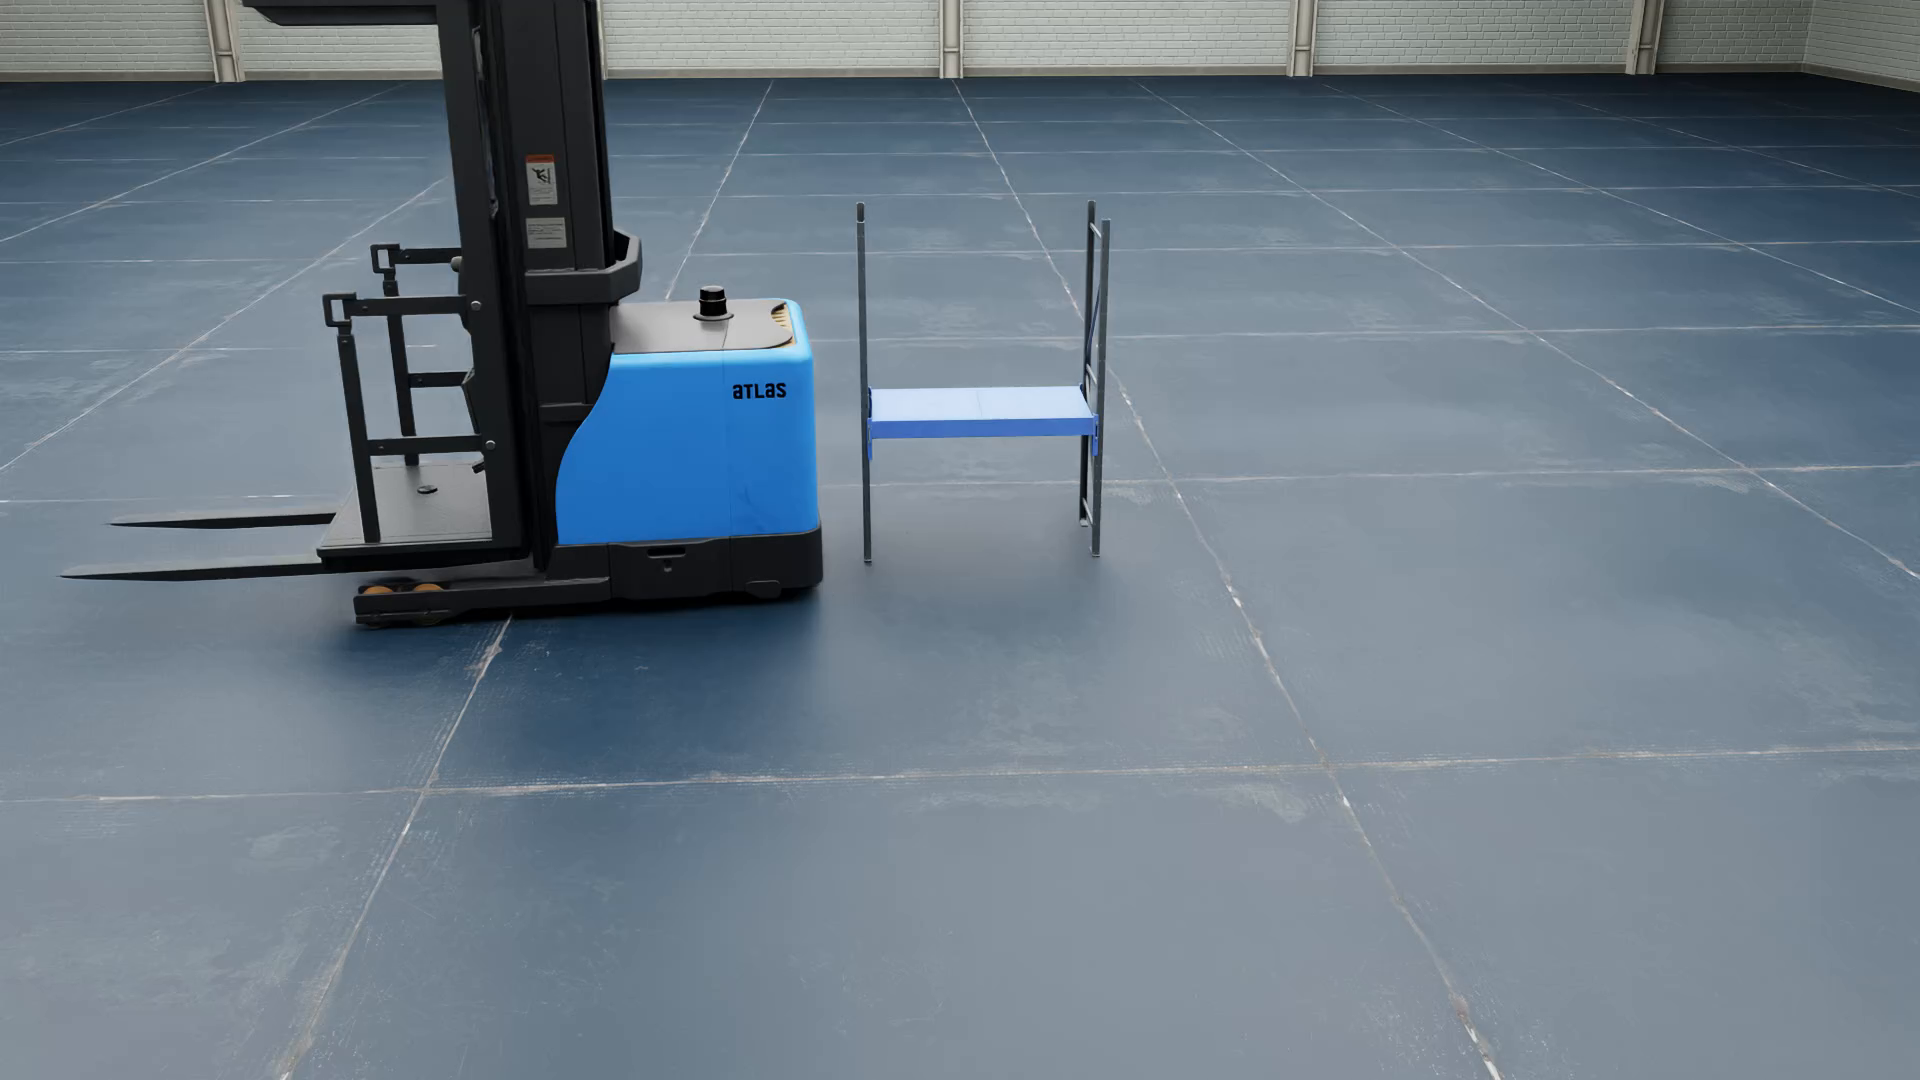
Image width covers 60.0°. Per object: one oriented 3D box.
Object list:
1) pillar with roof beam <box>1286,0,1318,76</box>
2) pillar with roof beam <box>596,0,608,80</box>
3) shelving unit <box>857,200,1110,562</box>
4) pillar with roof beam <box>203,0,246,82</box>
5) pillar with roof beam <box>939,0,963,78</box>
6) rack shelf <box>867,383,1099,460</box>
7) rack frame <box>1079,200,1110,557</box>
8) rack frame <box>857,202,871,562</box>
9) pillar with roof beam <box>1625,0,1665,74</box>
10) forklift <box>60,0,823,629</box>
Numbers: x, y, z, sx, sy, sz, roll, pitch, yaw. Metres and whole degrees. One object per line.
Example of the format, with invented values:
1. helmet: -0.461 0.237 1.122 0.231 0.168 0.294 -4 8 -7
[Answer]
1. pillar with roof beam: 6.084 -10.676 23.014 0.400 9.000 9.100 -1 21 -3
2. pillar with roof beam: -5.896 -10.432 22.374 0.400 9.000 9.100 -1 21 -3
3. shelving unit: 0.085 -0.703 7.359 1.048 1.500 0.538 -1 21 -3
4. pillar with roof beam: -11.886 -10.310 22.054 0.400 9.000 9.100 -1 21 -3
5. pillar with roof beam: 0.094 -10.554 22.694 0.400 9.000 9.100 -1 21 -3
6. rack shelf: 0.085 -0.535 7.423 1.000 0.185 0.538 -1 21 -3
7. rack frame: 0.593 -0.713 7.386 0.032 1.500 0.500 -1 21 -3
8. rack frame: -0.422 -0.692 7.332 0.032 1.500 0.500 -1 21 -3
9. pillar with roof beam: 12.075 -10.797 23.334 0.400 9.000 9.100 -1 21 -3
10. forklift: -2.138 -1.215 6.693 3.031 2.935 1.130 -3 21 -8
